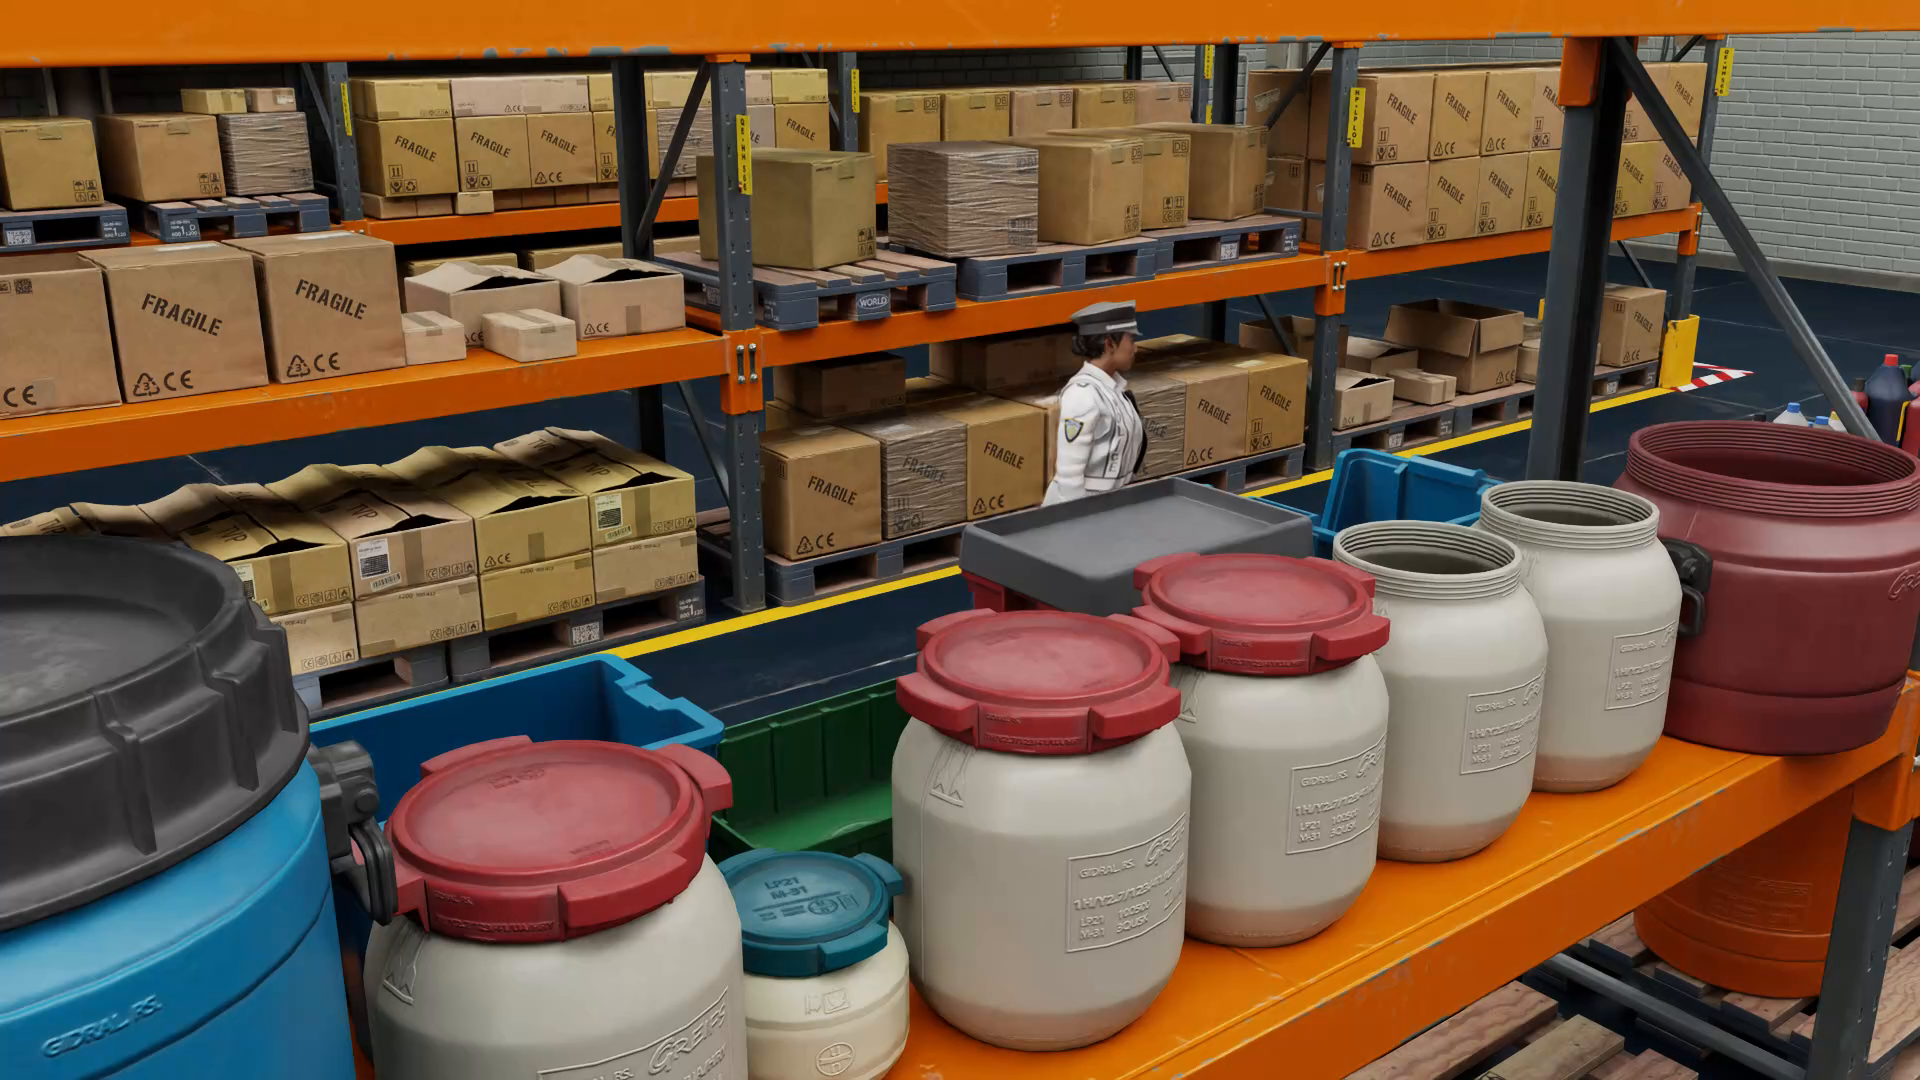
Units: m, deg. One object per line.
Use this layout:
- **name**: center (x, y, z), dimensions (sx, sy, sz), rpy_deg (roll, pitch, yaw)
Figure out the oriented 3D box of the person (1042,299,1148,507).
- **person**: center (0.398, -0.056, 6.183), dimensions (0.514, 1.667, 0.541), rpy_deg (7, 19, 19)
